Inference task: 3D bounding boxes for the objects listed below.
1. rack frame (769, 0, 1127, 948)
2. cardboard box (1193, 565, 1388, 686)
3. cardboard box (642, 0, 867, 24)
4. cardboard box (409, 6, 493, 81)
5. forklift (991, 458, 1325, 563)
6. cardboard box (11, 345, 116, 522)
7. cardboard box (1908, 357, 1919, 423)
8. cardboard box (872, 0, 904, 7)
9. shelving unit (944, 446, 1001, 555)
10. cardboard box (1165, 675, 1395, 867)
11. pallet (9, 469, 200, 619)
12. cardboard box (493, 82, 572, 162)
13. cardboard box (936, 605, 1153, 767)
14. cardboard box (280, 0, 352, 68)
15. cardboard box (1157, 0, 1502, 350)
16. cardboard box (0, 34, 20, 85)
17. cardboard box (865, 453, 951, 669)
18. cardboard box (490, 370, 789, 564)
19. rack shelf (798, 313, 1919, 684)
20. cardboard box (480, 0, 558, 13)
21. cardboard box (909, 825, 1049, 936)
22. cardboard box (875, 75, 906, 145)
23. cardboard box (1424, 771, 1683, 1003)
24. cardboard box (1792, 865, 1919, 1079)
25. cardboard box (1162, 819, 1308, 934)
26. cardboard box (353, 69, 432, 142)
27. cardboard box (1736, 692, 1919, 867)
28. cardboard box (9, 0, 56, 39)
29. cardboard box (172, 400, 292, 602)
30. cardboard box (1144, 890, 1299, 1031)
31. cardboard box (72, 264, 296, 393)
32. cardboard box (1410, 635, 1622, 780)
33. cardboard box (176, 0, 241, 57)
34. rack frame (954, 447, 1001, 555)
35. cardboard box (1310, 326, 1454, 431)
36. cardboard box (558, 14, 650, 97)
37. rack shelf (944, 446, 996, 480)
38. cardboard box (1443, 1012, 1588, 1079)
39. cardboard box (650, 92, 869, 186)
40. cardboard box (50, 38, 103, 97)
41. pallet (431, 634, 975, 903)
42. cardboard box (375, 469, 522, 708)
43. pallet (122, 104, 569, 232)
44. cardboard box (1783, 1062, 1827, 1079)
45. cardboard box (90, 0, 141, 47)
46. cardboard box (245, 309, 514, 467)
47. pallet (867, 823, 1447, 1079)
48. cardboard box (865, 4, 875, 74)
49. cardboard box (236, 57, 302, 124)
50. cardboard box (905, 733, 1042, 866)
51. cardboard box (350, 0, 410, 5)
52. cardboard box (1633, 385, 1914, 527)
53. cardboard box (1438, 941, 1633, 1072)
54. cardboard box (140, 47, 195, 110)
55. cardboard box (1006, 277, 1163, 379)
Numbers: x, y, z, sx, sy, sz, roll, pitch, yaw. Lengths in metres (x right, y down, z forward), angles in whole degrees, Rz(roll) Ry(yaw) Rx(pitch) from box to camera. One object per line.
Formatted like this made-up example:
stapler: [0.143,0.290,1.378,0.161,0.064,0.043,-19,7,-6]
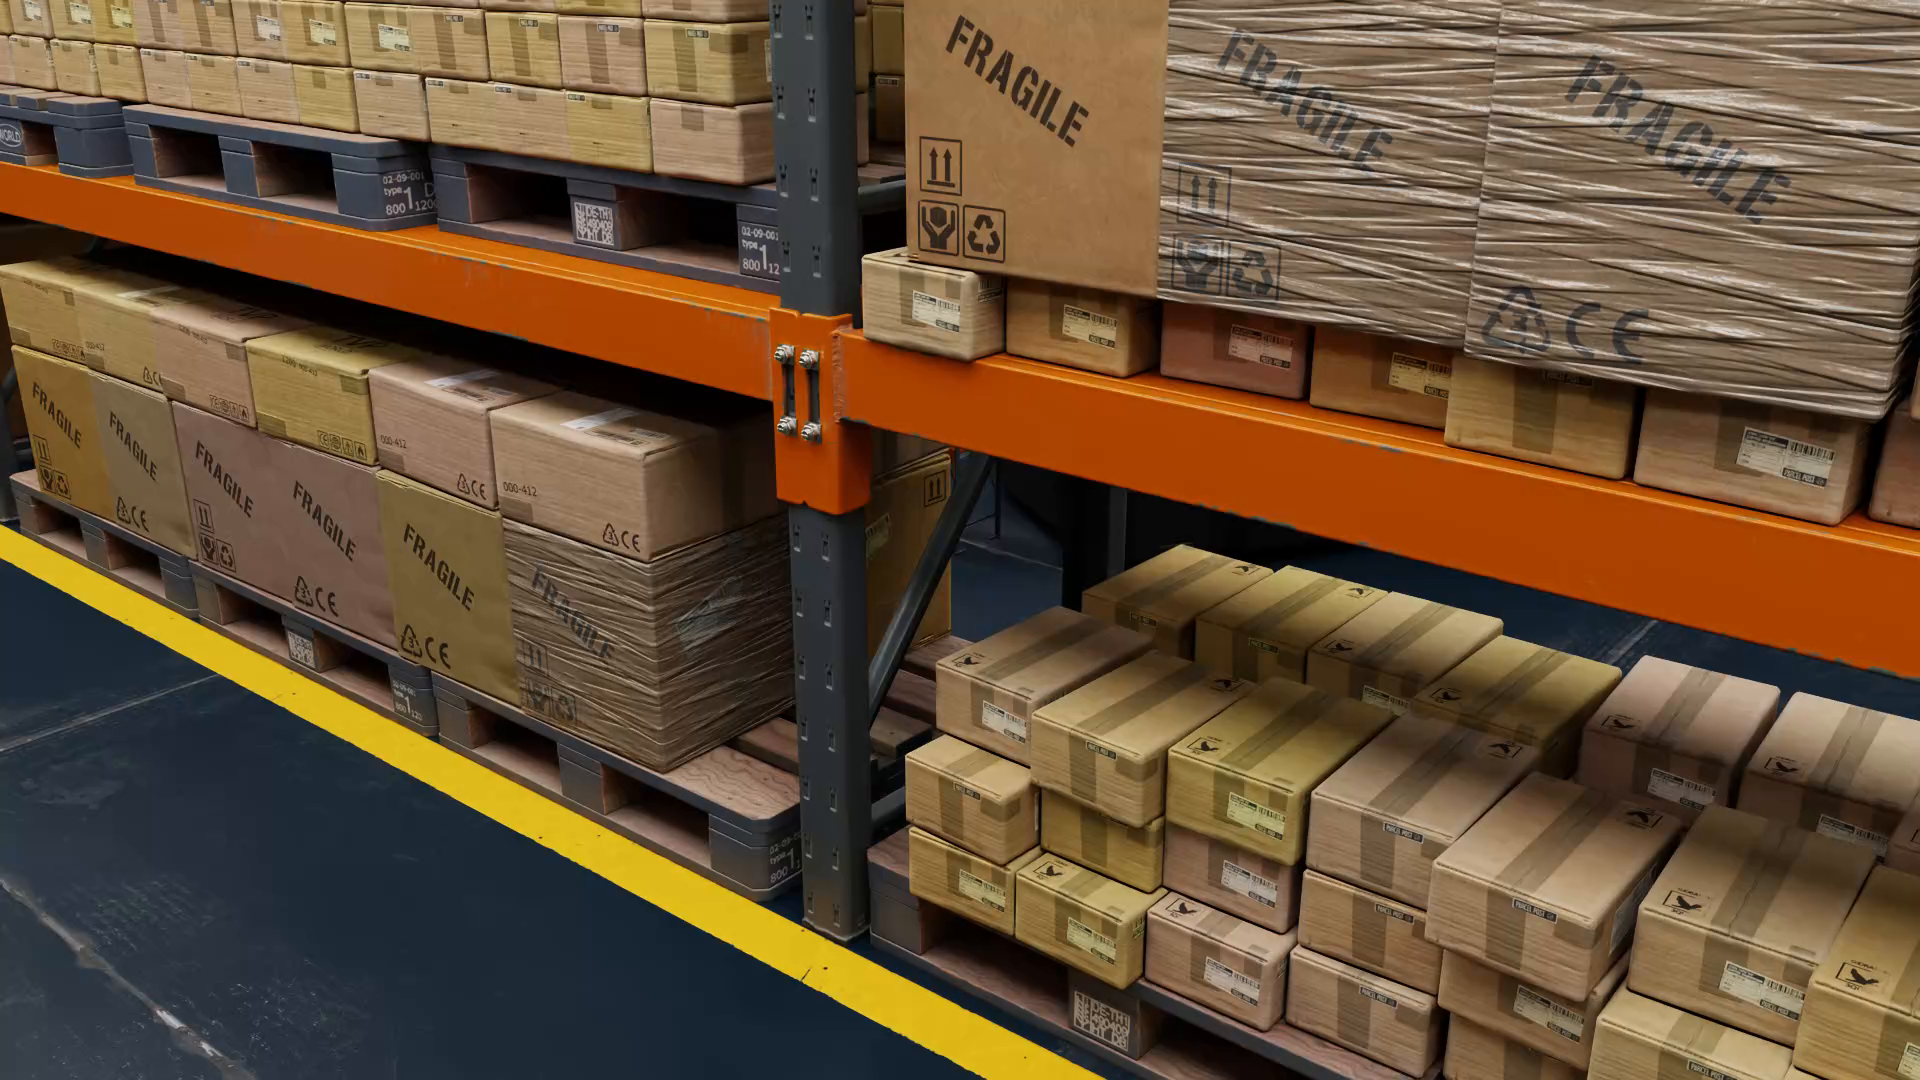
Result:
rack frame: [0.033,-0.712,3.306,0.127,3.000,1.000,16,26,36]
cardboard box: [0.696,0.201,3.486,0.250,0.149,0.380,16,26,37]
cardboard box: [-0.402,-1.106,3.267,0.250,0.149,0.380,18,27,39]
cardboard box: [-1.010,-1.140,3.778,0.250,0.149,0.380,15,25,35]
forklift: [1.685,-1.579,5.702,3.031,2.935,1.130,-7,22,-19]
cardboard box: [-2.680,-0.404,5.436,0.500,0.500,0.500,15,25,34]
cardboard box: [1.446,-0.377,1.853,0.500,0.500,0.500,18,27,39]
cardboard box: [0.018,-1.283,3.738,0.250,0.149,0.380,18,27,39]
shelving unit: [-0.011,-0.565,5.465,0.189,1.200,0.258,16,26,36]
cardboard box: [0.571,0.401,2.956,0.250,0.149,0.380,16,26,36]
pallet: [-2.462,-0.125,5.701,1.213,0.211,1.003,16,26,36]
cardboard box: [-0.794,-0.940,3.670,0.250,0.149,0.380,16,26,36]
cardboard box: [0.168,0.280,3.276,0.250,0.149,0.380,17,27,38]
cardboard box: [-1.424,-1.258,4.093,0.250,0.149,0.380,16,26,37]
cardboard box: [0.645,-0.610,2.473,0.500,0.500,0.500,16,26,36]
cardboard box: [-2.847,-1.529,5.232,0.250,0.149,0.380,16,26,36]
cardboard box: [-0.372,0.023,4.302,0.500,0.500,0.500,17,27,38]
cardboard box: [-0.704,-0.187,3.798,0.500,0.250,0.500,15,25,35]
rack shelf: [1.582,0.071,2.250,4.000,0.370,1.077,16,26,36]
cardboard box: [-0.809,-1.224,3.580,0.250,0.149,0.380,15,25,35]
cardboard box: [0.112,0.594,3.287,0.250,0.149,0.380,15,25,34]
cardboard box: [0.018,-1.005,3.843,0.250,0.149,0.380,15,25,34]
cardboard box: [0.933,0.532,2.608,0.250,0.149,0.380,17,26,37]
cardboard box: [1.363,0.636,2.333,0.250,0.149,0.380,16,26,37]
cardboard box: [0.575,0.531,3.033,0.250,0.149,0.380,16,26,36]
cardboard box: [-1.207,-1.056,3.979,0.250,0.149,0.380,15,25,34]
cardboard box: [1.530,0.426,2.890,0.250,0.149,0.380,15,25,34]
cardboard box: [-2.607,-1.600,5.000,0.250,0.149,0.380,18,27,39]
cardboard box: [-1.887,-0.180,4.841,0.500,0.500,0.500,15,26,35]
cardboard box: [0.543,0.695,3.020,0.250,0.149,0.380,16,26,36]
cardboard box: [-2.292,-0.649,5.024,0.500,0.250,0.500,16,26,36]
cardboard box: [1.045,0.334,3.133,0.250,0.149,0.380,17,27,38]
cardboard box: [-1.820,-1.373,4.398,0.250,0.149,0.380,16,26,36]
rack frame: [0.060,-0.544,5.411,0.006,1.200,0.240,16,26,36]
cardboard box: [0.739,-0.297,2.562,0.250,0.149,0.380,15,25,34]
cardboard box: [-0.605,-1.024,3.471,0.250,0.149,0.380,16,26,37]
rack shelf: [-0.011,-0.298,5.565,0.180,0.103,0.258,16,26,36]
cardboard box: [1.002,0.788,2.772,0.250,0.149,0.380,15,25,34]
cardboard box: [-0.400,-0.826,3.368,0.250,0.149,0.380,15,26,35]
cardboard box: [-2.430,-1.409,4.913,0.250,0.149,0.380,18,27,39]
pallet: [-0.572,0.419,4.257,1.213,0.211,1.003,16,26,36]
cardboard box: [-1.097,0.050,4.232,0.500,0.500,0.500,15,26,35]
pallet: [-1.507,-1.085,4.565,1.213,0.211,1.003,16,26,36]
cardboard box: [1.311,0.795,2.332,0.250,0.149,0.380,16,26,37]
cardboard box: [-2.203,-1.485,4.695,0.250,0.149,0.380,16,26,37]
cardboard box: [-1.513,-0.420,4.414,0.500,0.250,0.500,15,25,34]
pallet: [0.575,0.733,3.426,1.213,0.211,1.003,16,26,36]
cardboard box: [-0.184,-1.201,3.942,0.250,0.149,0.380,15,26,35]
cardboard box: [-1.618,-1.175,4.294,0.250,0.149,0.380,15,25,35]
cardboard box: [0.111,0.454,3.236,0.250,0.149,0.380,18,27,39]
cardboard box: [-1.201,-1.338,3.883,0.250,0.149,0.380,15,25,35]
cardboard box: [1.096,-0.162,2.202,0.250,0.149,0.380,17,27,39]
cardboard box: [0.981,0.660,2.692,0.250,0.149,0.380,18,27,39]
cardboard box: [-2.012,-1.290,4.599,0.250,0.149,0.380,17,27,38]
cardboard box: [0.292,-0.405,2.846,0.250,0.149,0.380,17,27,38]
